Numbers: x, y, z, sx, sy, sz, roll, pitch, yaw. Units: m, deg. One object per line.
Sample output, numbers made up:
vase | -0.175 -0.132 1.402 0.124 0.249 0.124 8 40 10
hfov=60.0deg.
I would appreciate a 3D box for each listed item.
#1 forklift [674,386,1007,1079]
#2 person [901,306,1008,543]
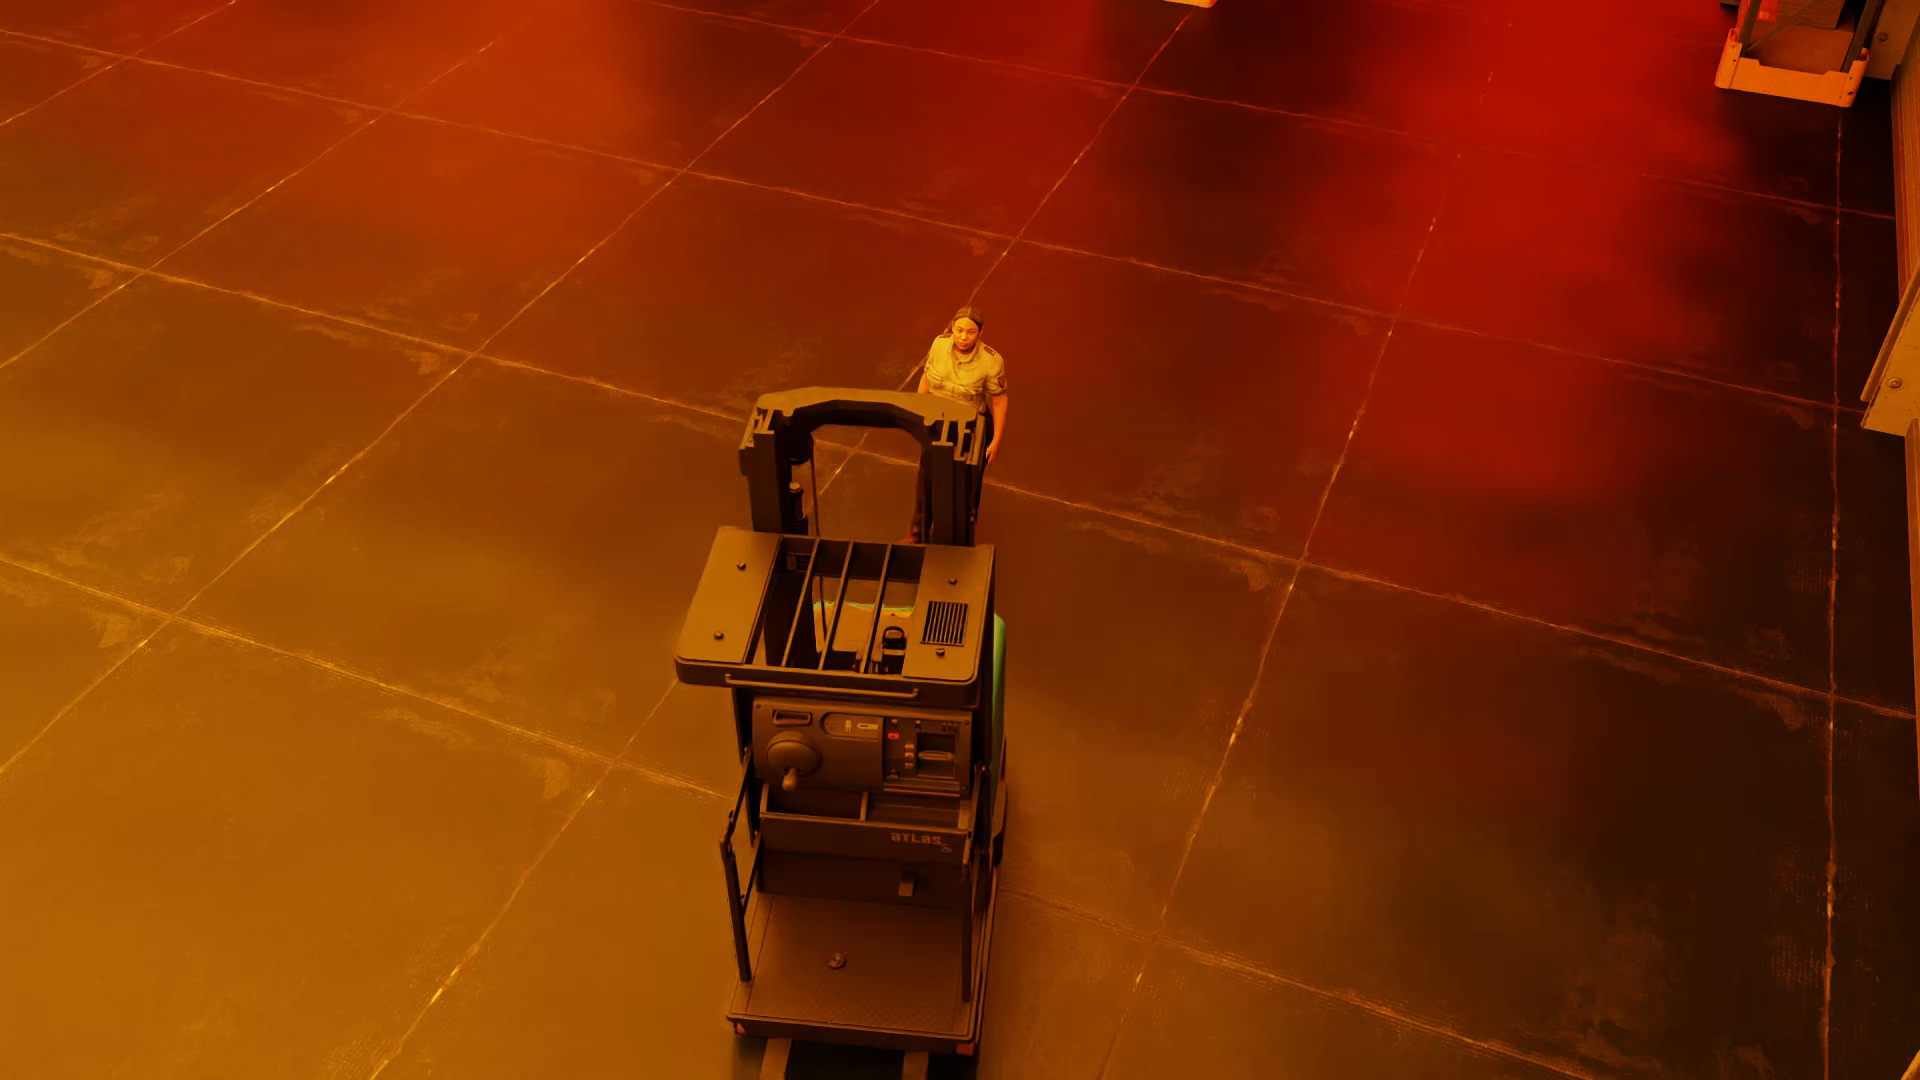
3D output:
forklift | -0.435 0.962 6.857 1.130 2.935 3.031 4 40 5
person | -0.055 -0.586 9.703 0.599 1.640 0.503 15 42 17
